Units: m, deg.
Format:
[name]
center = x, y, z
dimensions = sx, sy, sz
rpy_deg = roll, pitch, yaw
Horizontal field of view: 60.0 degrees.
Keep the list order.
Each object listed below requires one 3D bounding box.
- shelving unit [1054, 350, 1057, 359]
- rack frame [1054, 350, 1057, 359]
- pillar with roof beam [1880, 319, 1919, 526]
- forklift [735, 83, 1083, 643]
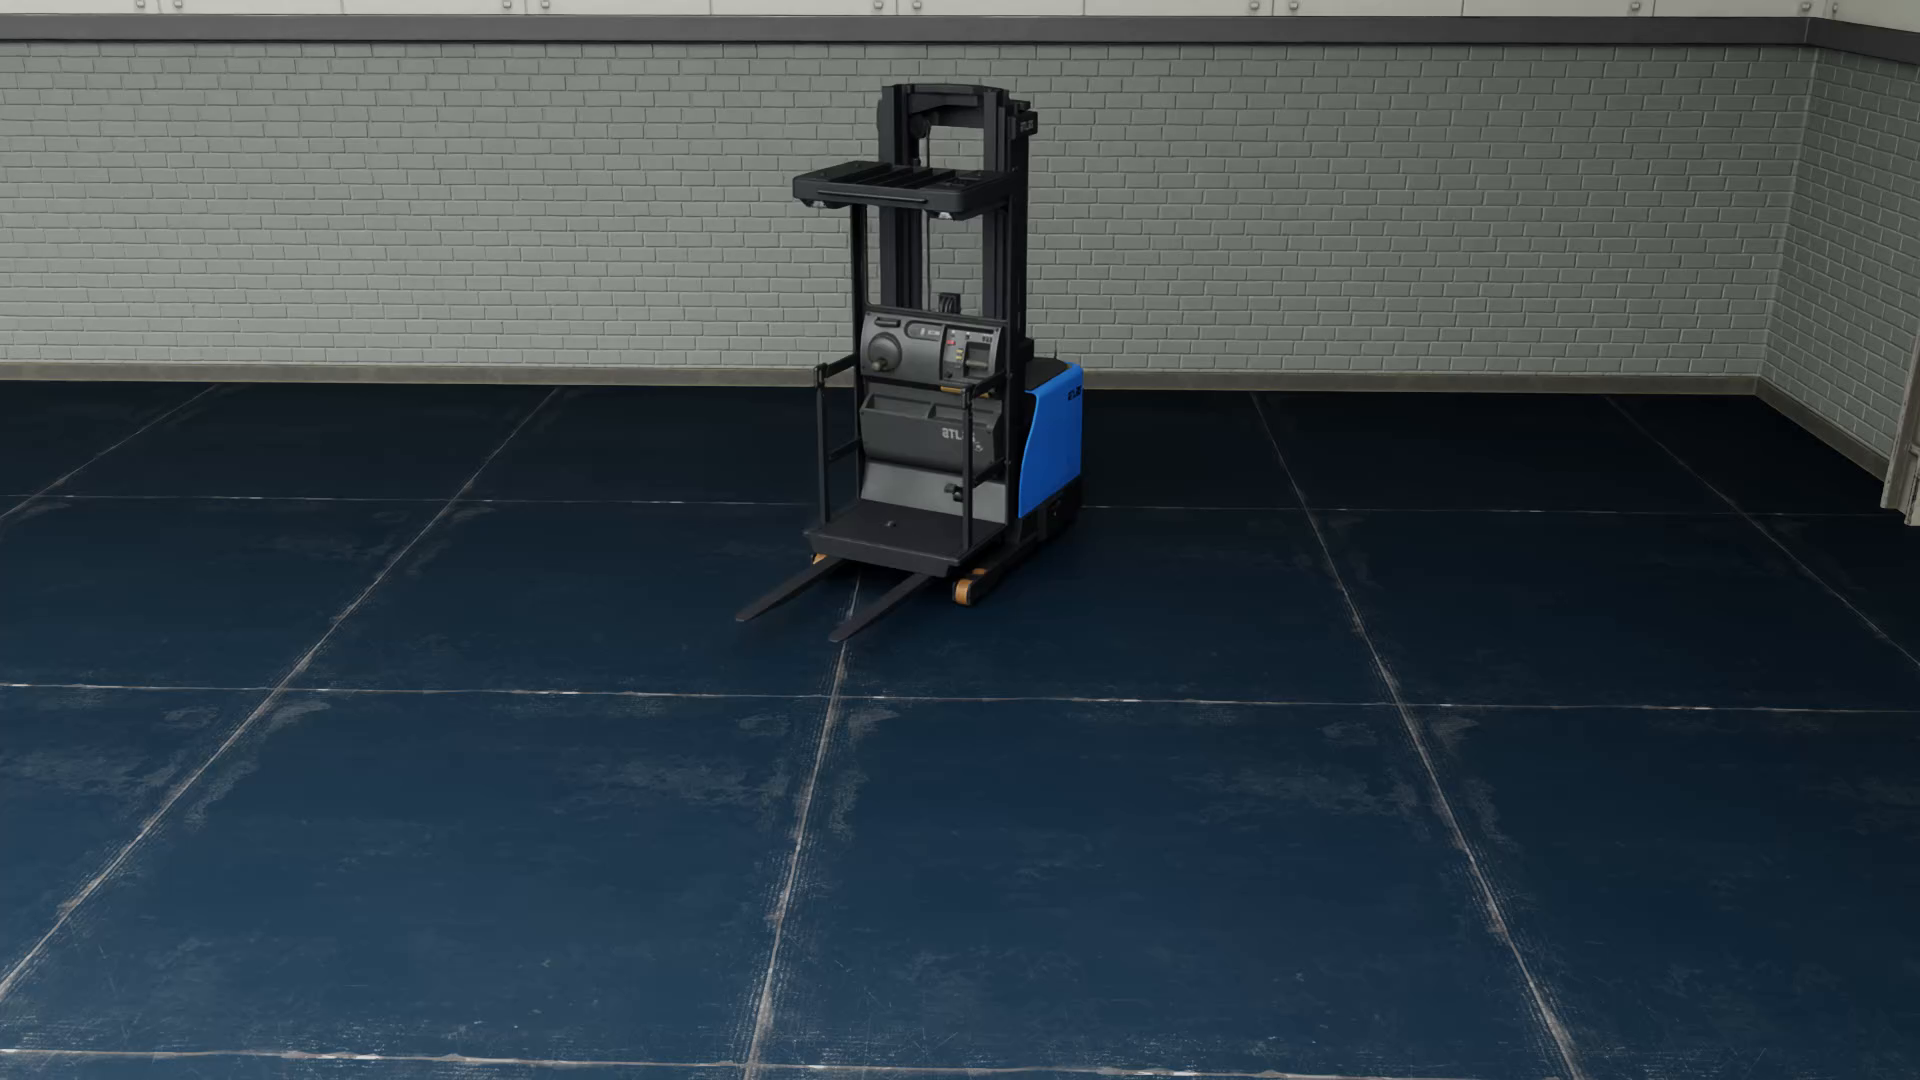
[shelving unit]
center = 0.526, -0.798, 11.632
dimensions = 0.215, 1.050, 0.252
rpy_deg = 10, 23, 25
[rack frame]
center = 0.580, -0.837, 11.734
dimensions = 0.200, 1.050, 0.008
rpy_deg = 10, 23, 25
[pillar with roof beam]
center = 2.288, -4.412, 9.960
dimensions = 9.100, 9.000, 0.400
rpy_deg = 1, 21, 2
[forklift]
center = -0.277, -1.151, 9.943
dimensions = 1.130, 2.935, 3.031
rpy_deg = 10, 24, 25
